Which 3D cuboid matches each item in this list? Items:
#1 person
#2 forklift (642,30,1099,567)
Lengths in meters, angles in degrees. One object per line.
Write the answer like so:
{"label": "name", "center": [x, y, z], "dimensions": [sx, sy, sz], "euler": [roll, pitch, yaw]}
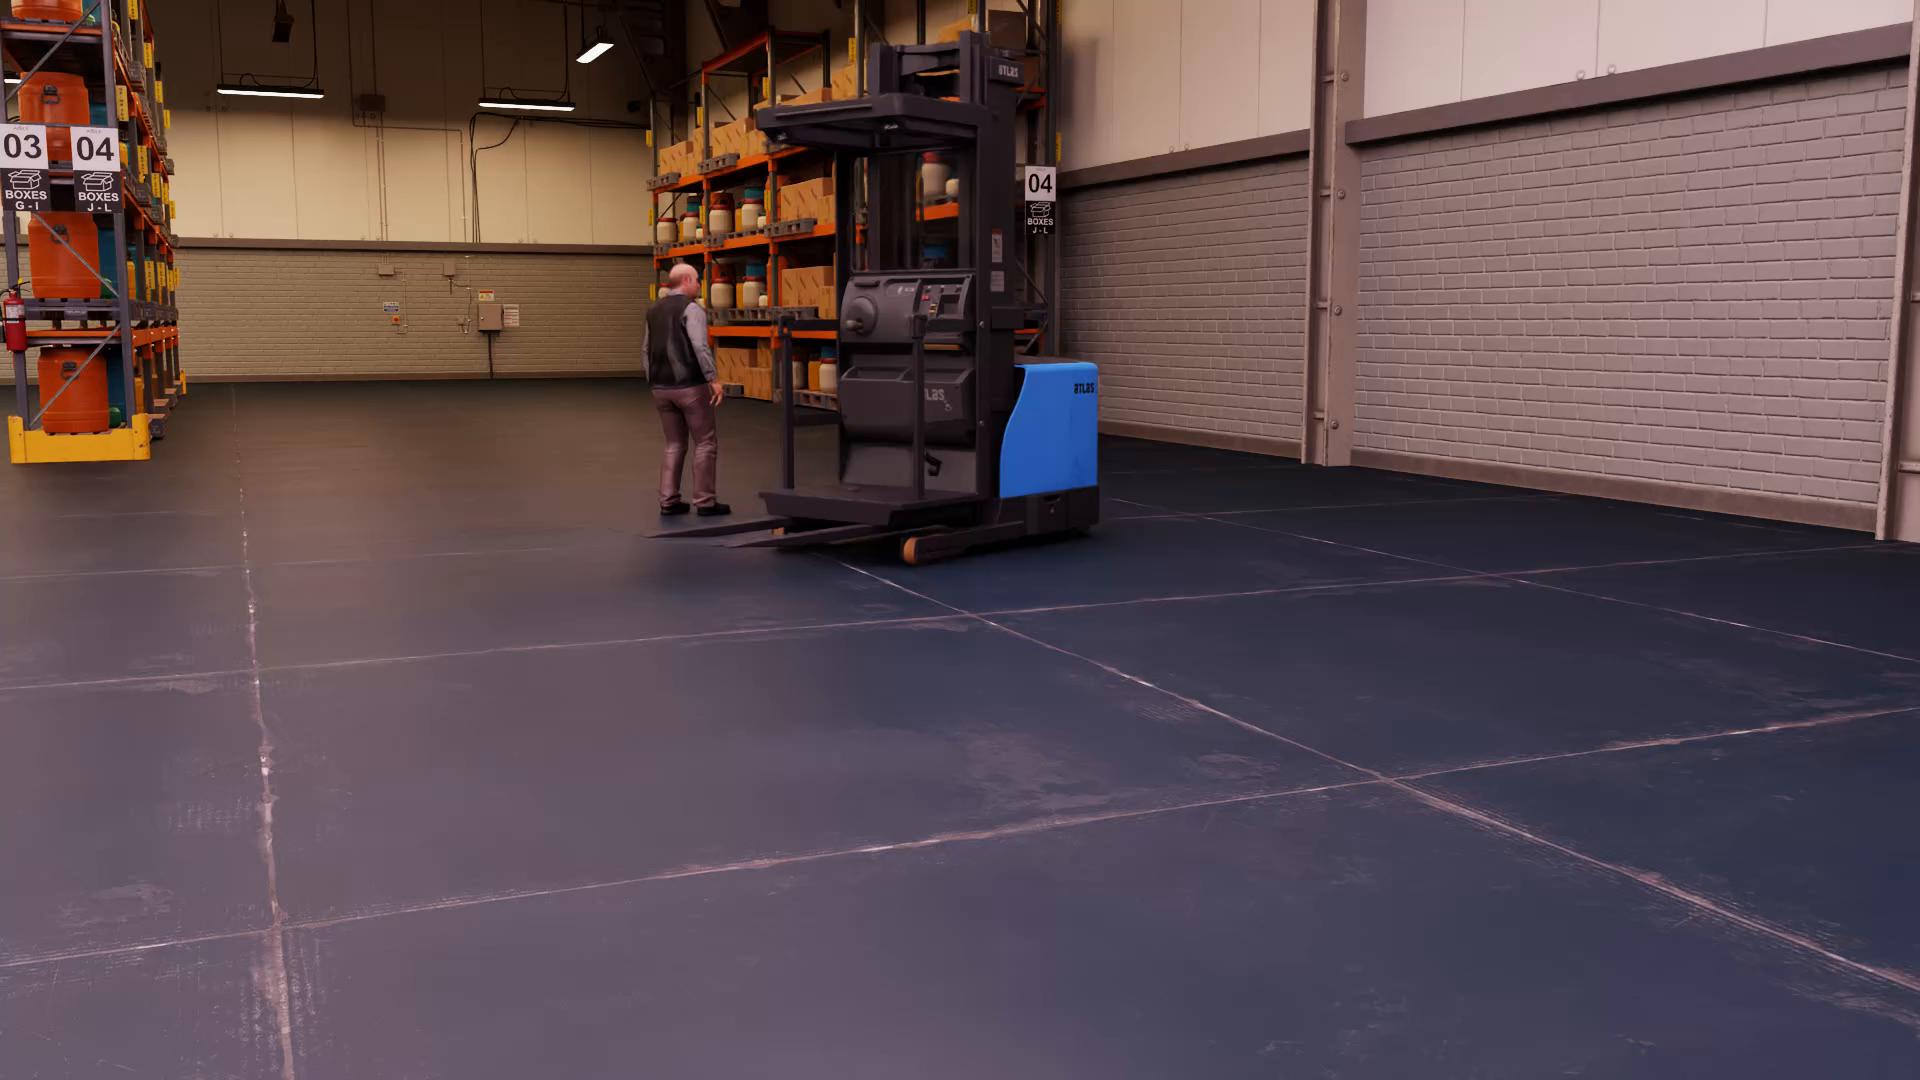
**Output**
{"label": "person", "center": [-1.887, -1.031, 11.415], "dimensions": [0.665, 1.716, 0.466], "euler": [5, 9, 35]}
{"label": "forklift", "center": [-0.444, -1.381, 9.413], "dimensions": [1.130, 2.935, 3.031], "euler": [6, 10, 38]}
